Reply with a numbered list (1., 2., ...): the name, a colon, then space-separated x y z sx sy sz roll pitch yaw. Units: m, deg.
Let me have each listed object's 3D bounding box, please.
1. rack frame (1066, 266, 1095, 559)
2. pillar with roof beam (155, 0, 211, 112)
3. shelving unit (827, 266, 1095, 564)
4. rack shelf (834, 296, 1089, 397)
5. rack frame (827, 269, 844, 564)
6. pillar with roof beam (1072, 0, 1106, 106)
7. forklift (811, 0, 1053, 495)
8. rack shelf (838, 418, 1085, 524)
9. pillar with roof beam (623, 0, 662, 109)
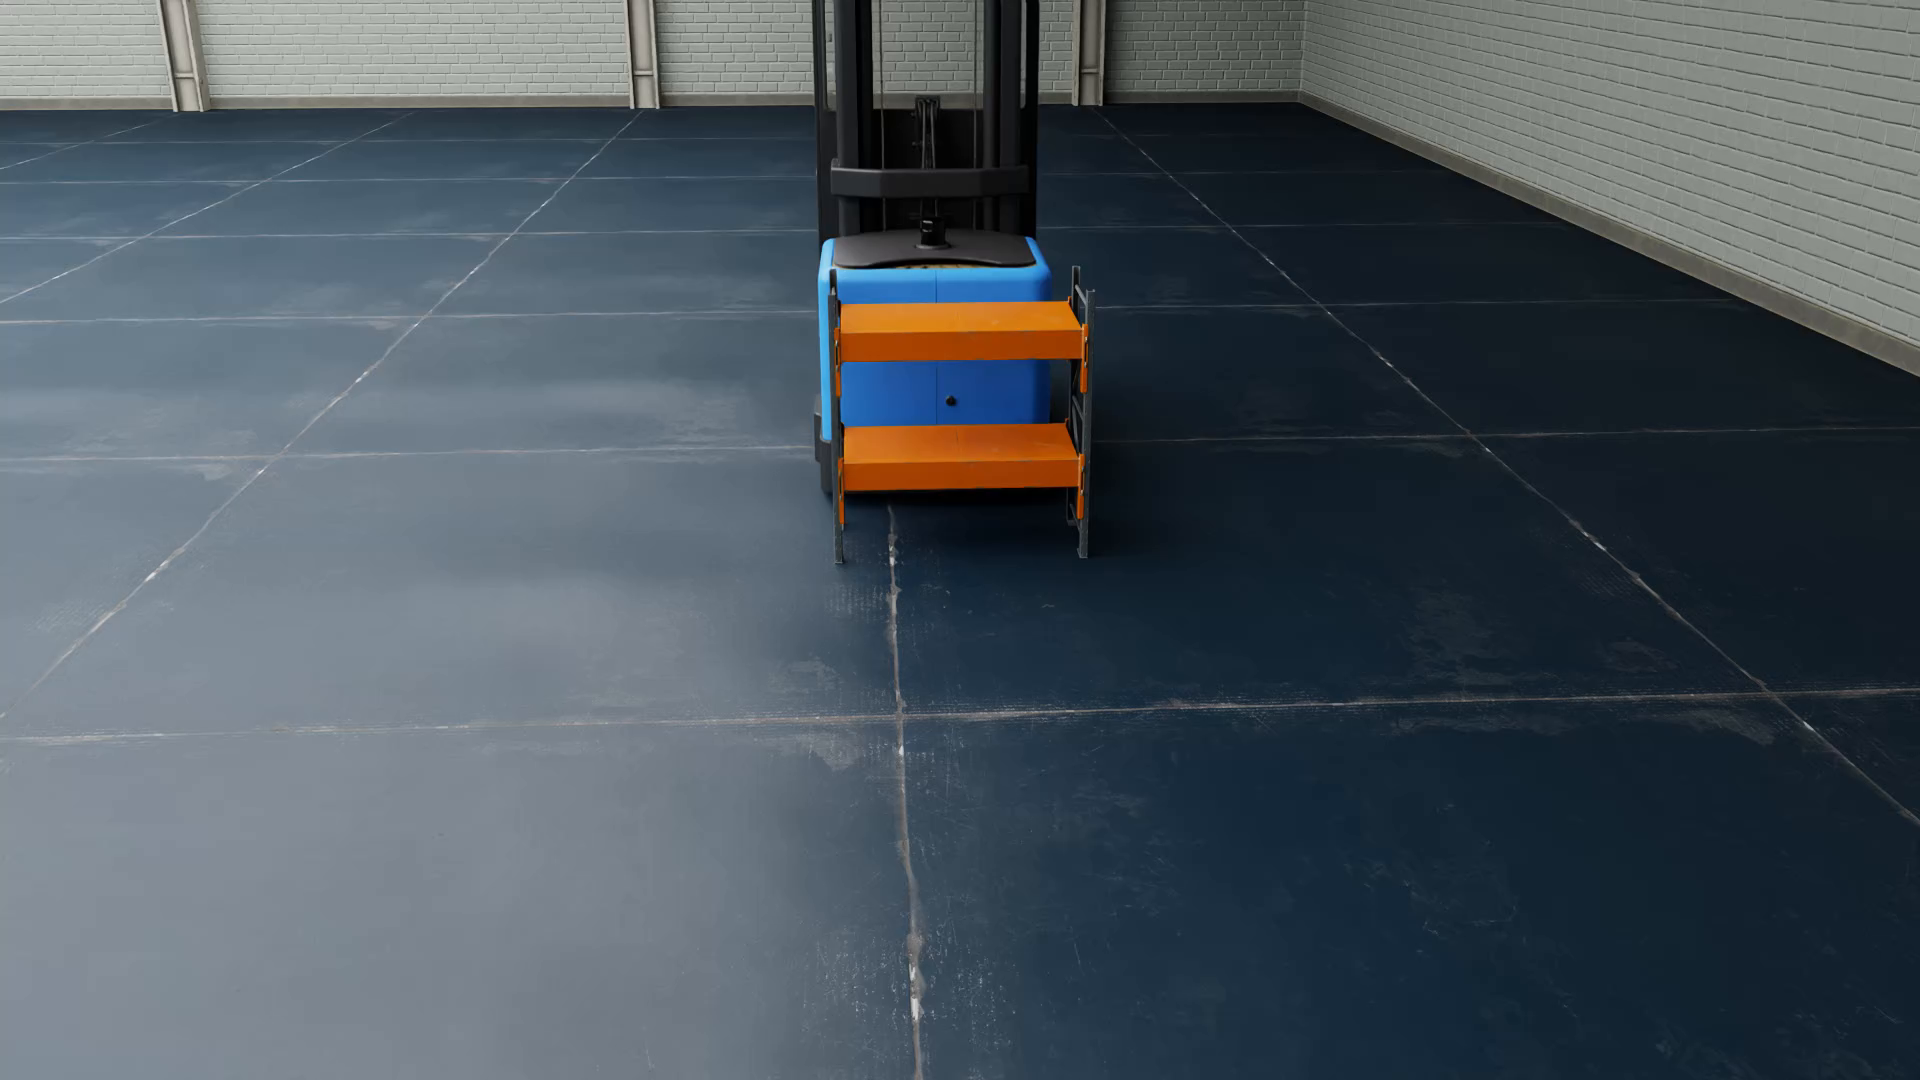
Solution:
1. rack frame: 0.501 -0.536 6.948 0.032 1.125 0.500 -1 21 -3
2. pillar with roof beam: -9.989 -8.411 16.566 0.400 9.000 9.100 -1 21 -3
3. shelving unit: -0.007 -0.526 6.920 1.048 1.125 0.538 -1 21 -3
4. rack shelf: -0.007 -0.799 6.816 1.000 0.278 0.538 -1 21 -3
5. rack frame: -0.514 -0.515 6.893 0.032 1.125 0.500 -1 21 -3
6. pillar with roof beam: 1.992 -8.655 17.207 0.400 9.000 9.100 -1 21 -3
7. forklift: -0.177 -2.051 8.389 1.130 2.935 3.031 -1 21 -3
8. rack shelf: -0.007 -0.297 7.007 1.000 0.278 0.538 -1 21 -3
9. pillar with roof beam: -3.999 -8.533 16.886 0.400 9.000 9.100 -1 21 -3
